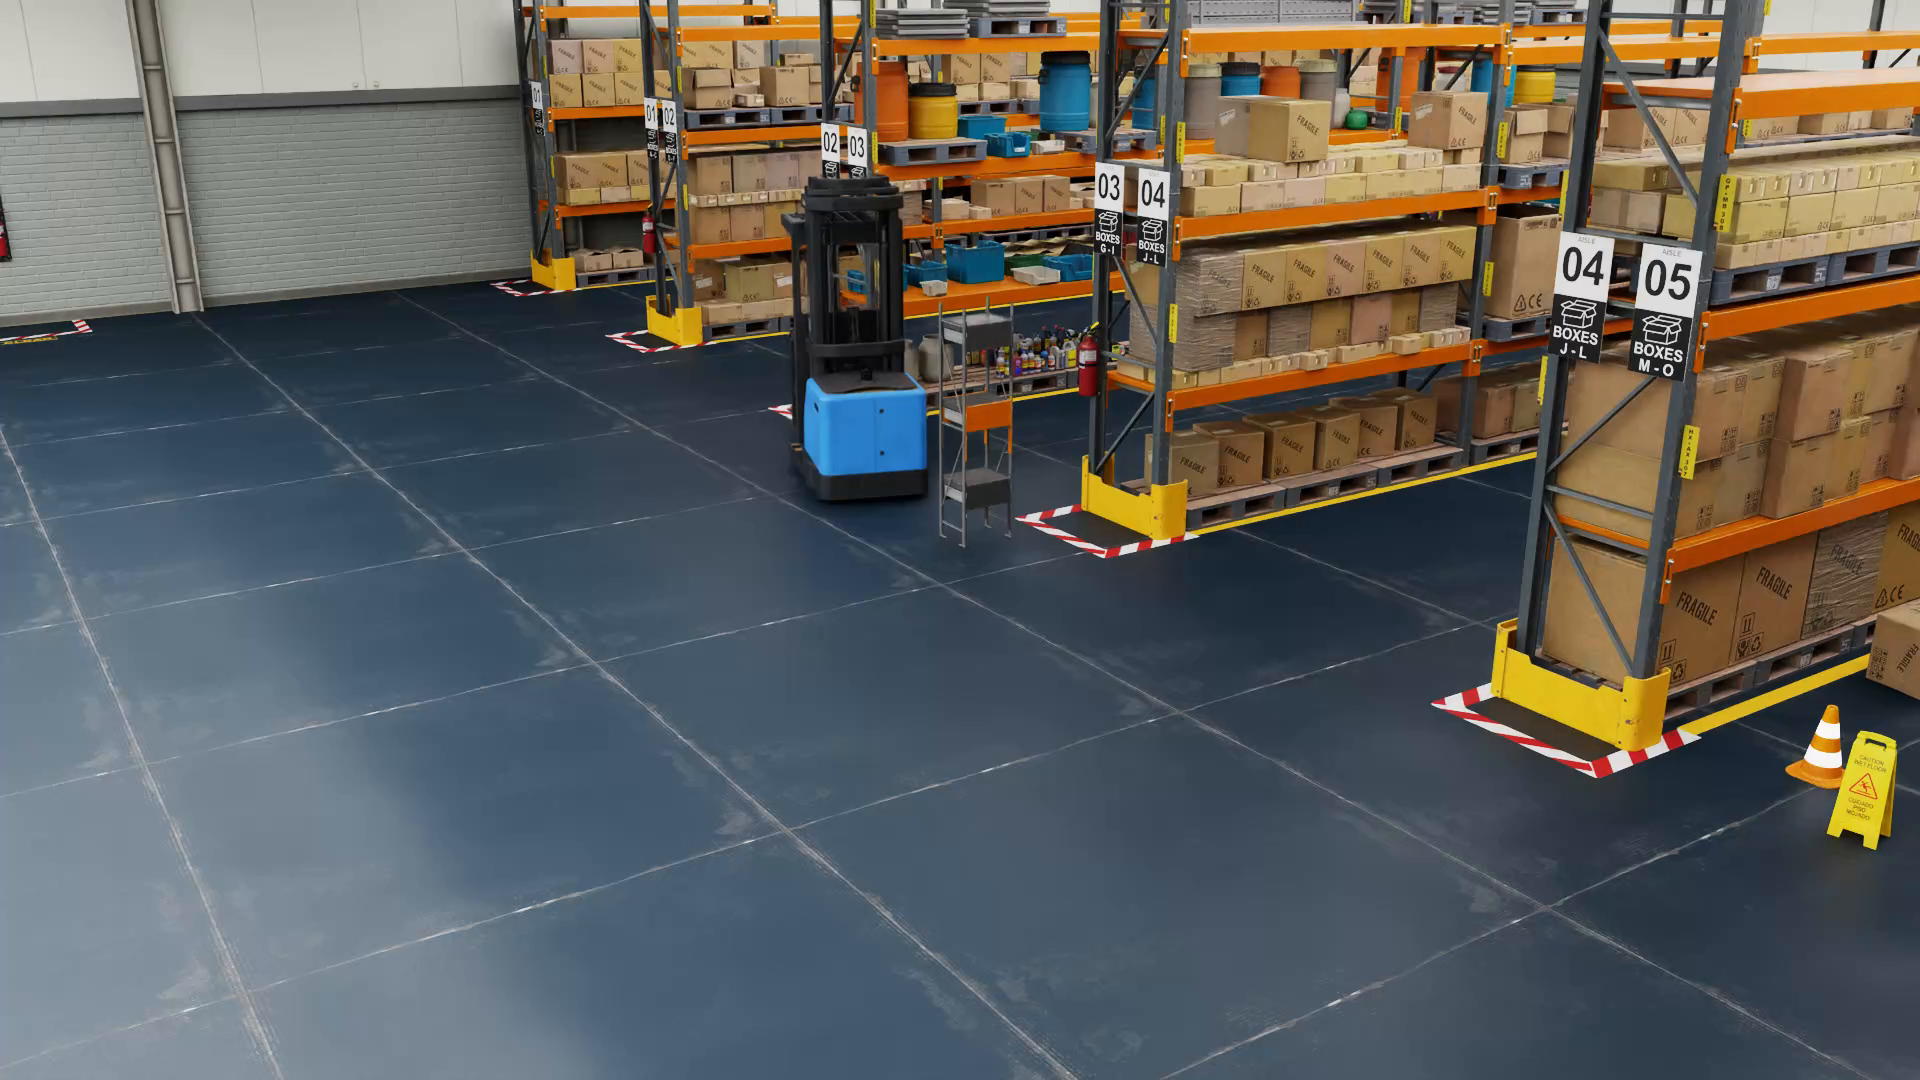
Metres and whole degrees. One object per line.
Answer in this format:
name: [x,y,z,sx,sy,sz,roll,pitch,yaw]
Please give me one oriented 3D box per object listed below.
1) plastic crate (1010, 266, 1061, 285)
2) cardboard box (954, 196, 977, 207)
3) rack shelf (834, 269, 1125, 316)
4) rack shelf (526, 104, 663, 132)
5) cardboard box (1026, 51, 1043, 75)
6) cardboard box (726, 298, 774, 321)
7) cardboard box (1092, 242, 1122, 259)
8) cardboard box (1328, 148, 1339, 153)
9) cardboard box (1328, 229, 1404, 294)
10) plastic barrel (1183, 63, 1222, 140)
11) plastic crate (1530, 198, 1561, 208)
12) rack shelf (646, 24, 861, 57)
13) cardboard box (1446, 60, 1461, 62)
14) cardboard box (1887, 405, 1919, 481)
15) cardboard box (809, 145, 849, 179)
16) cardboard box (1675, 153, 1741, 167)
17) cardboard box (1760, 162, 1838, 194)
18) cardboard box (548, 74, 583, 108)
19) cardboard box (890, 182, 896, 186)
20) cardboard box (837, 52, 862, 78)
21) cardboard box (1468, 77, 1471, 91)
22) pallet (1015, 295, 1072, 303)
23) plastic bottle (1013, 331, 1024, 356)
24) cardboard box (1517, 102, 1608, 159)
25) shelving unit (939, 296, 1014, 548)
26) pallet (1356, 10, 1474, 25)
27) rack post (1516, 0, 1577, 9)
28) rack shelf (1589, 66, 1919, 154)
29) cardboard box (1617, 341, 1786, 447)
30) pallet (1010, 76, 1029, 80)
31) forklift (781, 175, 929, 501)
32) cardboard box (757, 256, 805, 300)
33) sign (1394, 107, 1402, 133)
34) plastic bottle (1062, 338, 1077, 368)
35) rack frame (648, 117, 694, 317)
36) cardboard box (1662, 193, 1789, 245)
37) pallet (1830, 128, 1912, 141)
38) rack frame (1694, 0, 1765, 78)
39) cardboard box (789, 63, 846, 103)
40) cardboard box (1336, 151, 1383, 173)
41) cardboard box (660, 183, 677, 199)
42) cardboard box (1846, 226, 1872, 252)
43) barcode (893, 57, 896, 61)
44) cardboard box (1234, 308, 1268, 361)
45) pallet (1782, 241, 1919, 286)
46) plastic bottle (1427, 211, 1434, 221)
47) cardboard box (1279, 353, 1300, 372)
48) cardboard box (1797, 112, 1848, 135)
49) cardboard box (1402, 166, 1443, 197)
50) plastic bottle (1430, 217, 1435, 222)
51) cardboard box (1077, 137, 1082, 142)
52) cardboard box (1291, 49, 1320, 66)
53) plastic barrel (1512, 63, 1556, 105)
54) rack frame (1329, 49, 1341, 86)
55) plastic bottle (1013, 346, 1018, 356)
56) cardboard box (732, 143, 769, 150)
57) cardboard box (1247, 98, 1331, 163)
plastic crate: [0.916,-3.134,19.744,0.437,0.136,0.530,-12,22,-31]
cardboard box: [0.045,-5.079,25.294,0.258,0.266,0.396,-13,22,-33]
rack shelf: [0.462,-2.920,19.822,4.000,0.370,1.077,-12,22,-31]
rack shelf: [-4.987,-6.991,27.180,4.000,0.370,1.077,-12,22,-31]
cardboard box: [1.281,-8.946,30.998,0.500,0.500,0.700,-11,21,-29]
cardboard box: [-2.944,-3.254,23.325,0.500,0.250,0.500,-12,22,-31]
cardboard box: [2.450,-4.647,26.569,0.500,0.311,0.500,-11,22,-30]
cardboard box: [3.347,-3.613,15.675,0.250,0.149,0.380,-12,22,-32]
cardboard box: [3.797,-2.621,15.632,0.500,0.500,0.500,-12,22,-31]
plastic barrel: [2.984,-5.534,20.965,0.600,0.901,0.600,0,19,0]
plastic crate: [9.016,-5.217,25.423,0.575,0.384,0.392,-12,22,-31]
rack shelf: [-2.259,-6.898,22.846,4.000,0.370,1.077,-12,22,-31]
cardboard box: [8.549,-8.834,29.791,0.500,0.500,0.700,-12,22,-31]
cardboard box: [6.752,-0.844,12.323,0.550,0.550,0.875,-12,22,-31]
cardboard box: [-1.796,-5.343,23.685,0.500,0.500,0.700,-12,22,-31]
cardboard box: [4.893,-2.450,10.960,0.250,0.149,0.380,-11,22,-30]
cardboard box: [5.248,-2.272,10.434,0.250,0.149,0.380,-12,22,-31]
cardboard box: [-6.240,-7.028,25.979,0.500,0.500,0.500,-11,22,-30]
cardboard box: [-1.123,-5.098,23.973,0.250,0.149,0.380,-13,22,-33]
cardboard box: [-1.786,-8.222,28.887,0.500,0.500,0.500,-13,23,-33]
cardboard box: [9.149,-8.241,29.989,0.500,0.250,0.500,-12,22,-31]
pallet: [1.025,-3.974,26.170,1.213,0.211,1.003,-12,22,-31]
plastic bottle: [0.717,-2.427,20.690,0.185,0.351,0.144,-12,22,-32]
cardboard box: [6.090,-4.180,16.924,0.637,0.503,0.797,-11,22,-29]
shelving unit: [0.138,-1.024,14.495,0.503,2.100,0.431,-12,22,-31]
pallet: [6.093,-7.000,22.317,1.003,0.211,1.213,-12,22,-31]
rack post: [8.093,-7.688,23.554,0.954,0.300,0.937,-12,22,-32]
rack shelf: [5.830,-2.903,11.029,4.000,0.370,1.077,-12,22,-31]
cardboard box: [4.899,-0.998,11.094,0.550,0.550,0.875,-12,22,-31]
pallet: [0.533,-8.427,30.598,1.003,0.211,1.213,-11,21,-29]
forklift: [-1.158,-2.192,16.653,1.130,2.935,3.031,-5,19,-13]
cardboard box: [-2.532,-3.701,23.474,0.500,0.500,0.500,-12,22,-31]
sign: [5.782,-5.543,21.937,0.005,0.325,0.100,-12,22,-31]
plastic bottle: [1.323,-2.285,20.270,0.185,0.351,0.144,-12,22,-32]
rack frame: [-3.929,-4.234,22.585,0.127,3.000,1.000,-12,22,-31]
cardboard box: [4.704,-1.993,10.230,0.500,0.250,0.500,-12,22,-32]
pallet: [10.799,-4.853,20.031,1.217,0.209,0.805,-13,23,-34]
rack frame: [12.155,-8.569,26.040,0.127,3.000,1.000,-12,22,-31]
cardboard box: [-2.033,-6.417,23.325,0.637,0.503,0.797,-9,21,-25]
cardboard box: [3.646,-3.459,15.221,0.250,0.149,0.380,-11,21,-29]
cardboard box: [-4.797,-5.770,27.331,0.500,0.250,0.500,-12,22,-31]
cardboard box: [5.676,-1.984,10.828,0.250,0.149,0.380,-12,22,-32]
barcode: [-1.180,-8.654,29.914,0.075,0.075,0.001,-12,22,-31]
cardboard box: [2.342,-1.982,15.302,0.500,0.500,0.875,-12,22,-31]
pallet: [5.793,-1.968,11.337,1.213,0.211,1.003,-12,22,-31]
plastic bottle: [6.765,-4.643,23.977,0.133,0.283,0.061,-12,22,-31]
cardboard box: [2.925,-1.673,15.402,0.250,0.149,0.380,-12,22,-31]
cardboard box: [9.892,-5.027,19.431,0.637,0.503,0.797,-12,22,-32]
cardboard box: [4.177,-3.399,15.665,0.500,0.250,0.500,-11,22,-30]
plastic bottle: [6.536,-4.345,23.096,0.133,0.283,0.061,-12,22,-31]
cardboard box: [2.273,-7.542,31.719,0.500,0.500,0.500,-12,22,-31]
cardboard box: [5.632,-7.993,28.054,0.600,0.600,0.600,-14,23,-36]
plastic barrel: [8.163,-6.516,23.703,0.600,0.588,0.600,0,19,0]
rack frame: [6.093,-9.190,27.877,0.127,3.000,1.000,-12,22,-31]
plastic bottle: [0.665,-2.299,20.544,0.097,0.201,0.097,0,19,0]
cardboard box: [-3.541,-6.391,27.996,0.500,0.500,0.500,-12,22,-32]
cardboard box: [2.904,-3.619,14.681,0.500,0.500,0.500,-12,22,-32]
